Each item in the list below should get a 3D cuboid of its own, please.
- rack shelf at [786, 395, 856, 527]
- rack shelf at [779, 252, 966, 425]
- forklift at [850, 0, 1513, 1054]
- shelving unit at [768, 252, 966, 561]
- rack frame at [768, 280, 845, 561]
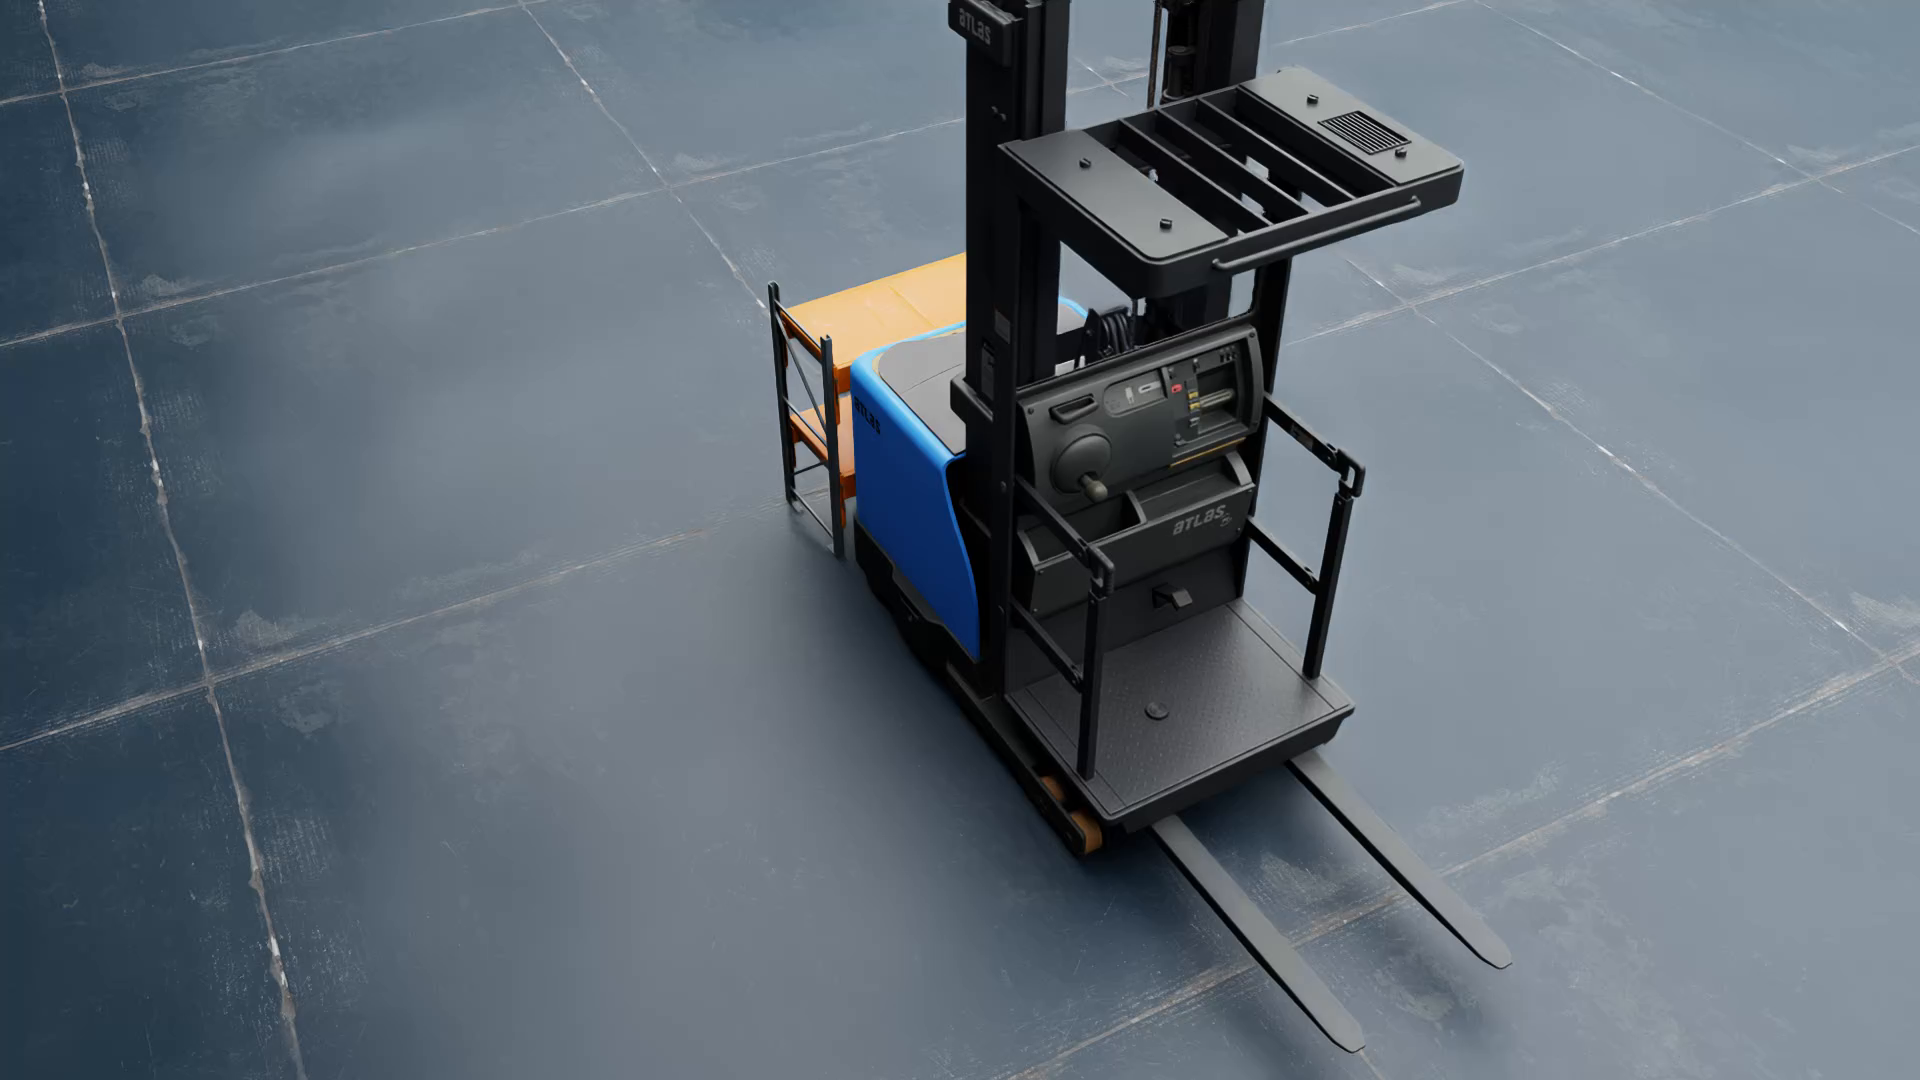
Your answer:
[{"bbox_3d":[-0.204,-0.468,7.310,1.000,0.278,0.538,-22,45,-23],"label":"rack shelf"},{"bbox_3d":[-0.204,-0.878,6.963,1.000,0.278,0.538,-22,45,-23],"label":"rack shelf"},{"bbox_3d":[0.727,-0.341,5.385,1.130,2.935,3.031,-20,44,-22],"label":"forklift"},{"bbox_3d":[-0.204,-0.654,7.152,1.048,1.125,0.538,-22,45,-23],"label":"shelving unit"},{"bbox_3d":[-0.638,-0.483,6.950,0.032,1.125,0.500,-22,45,-23],"label":"rack frame"}]
